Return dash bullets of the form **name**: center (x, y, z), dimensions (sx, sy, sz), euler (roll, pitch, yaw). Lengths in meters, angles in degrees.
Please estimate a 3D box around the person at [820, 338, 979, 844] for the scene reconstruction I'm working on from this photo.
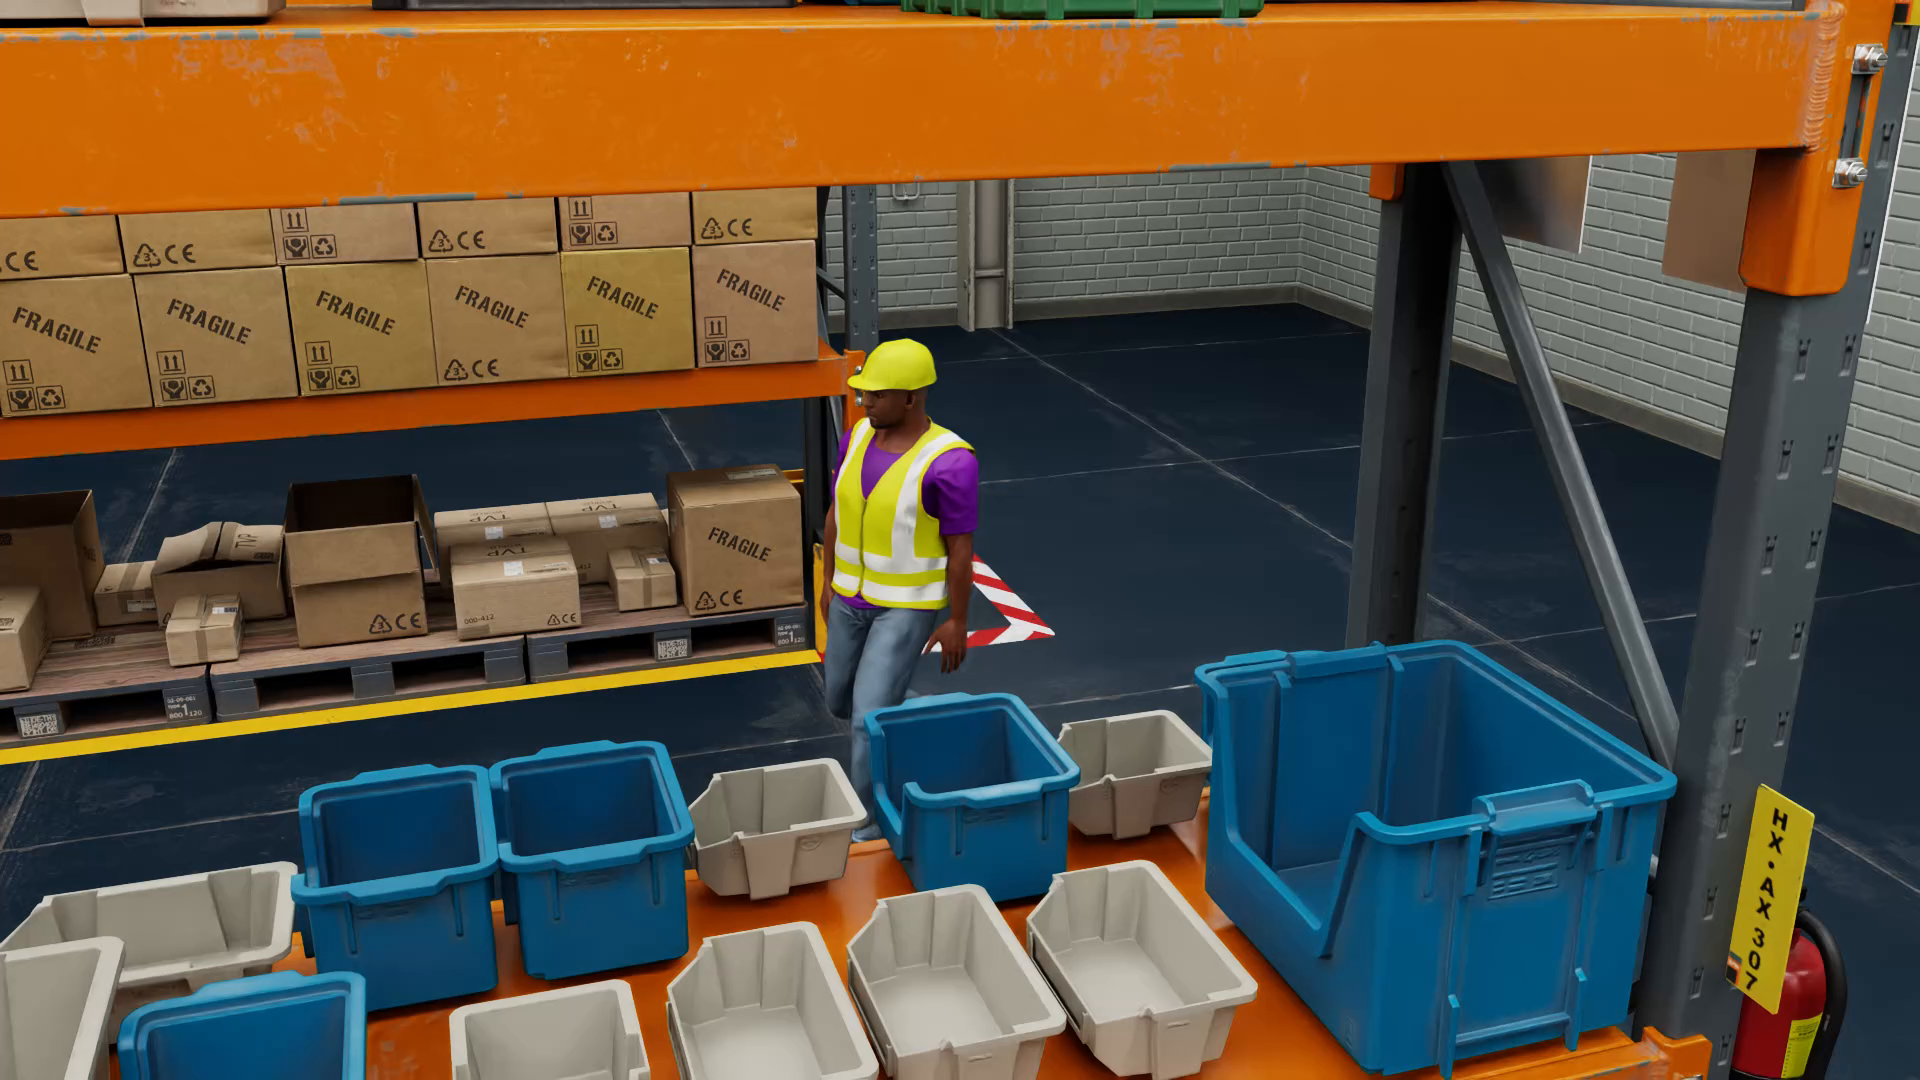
- **person**: center (-0.267, 0.196, 5.523), dimensions (0.593, 1.726, 0.916), euler (16, 25, 38)
